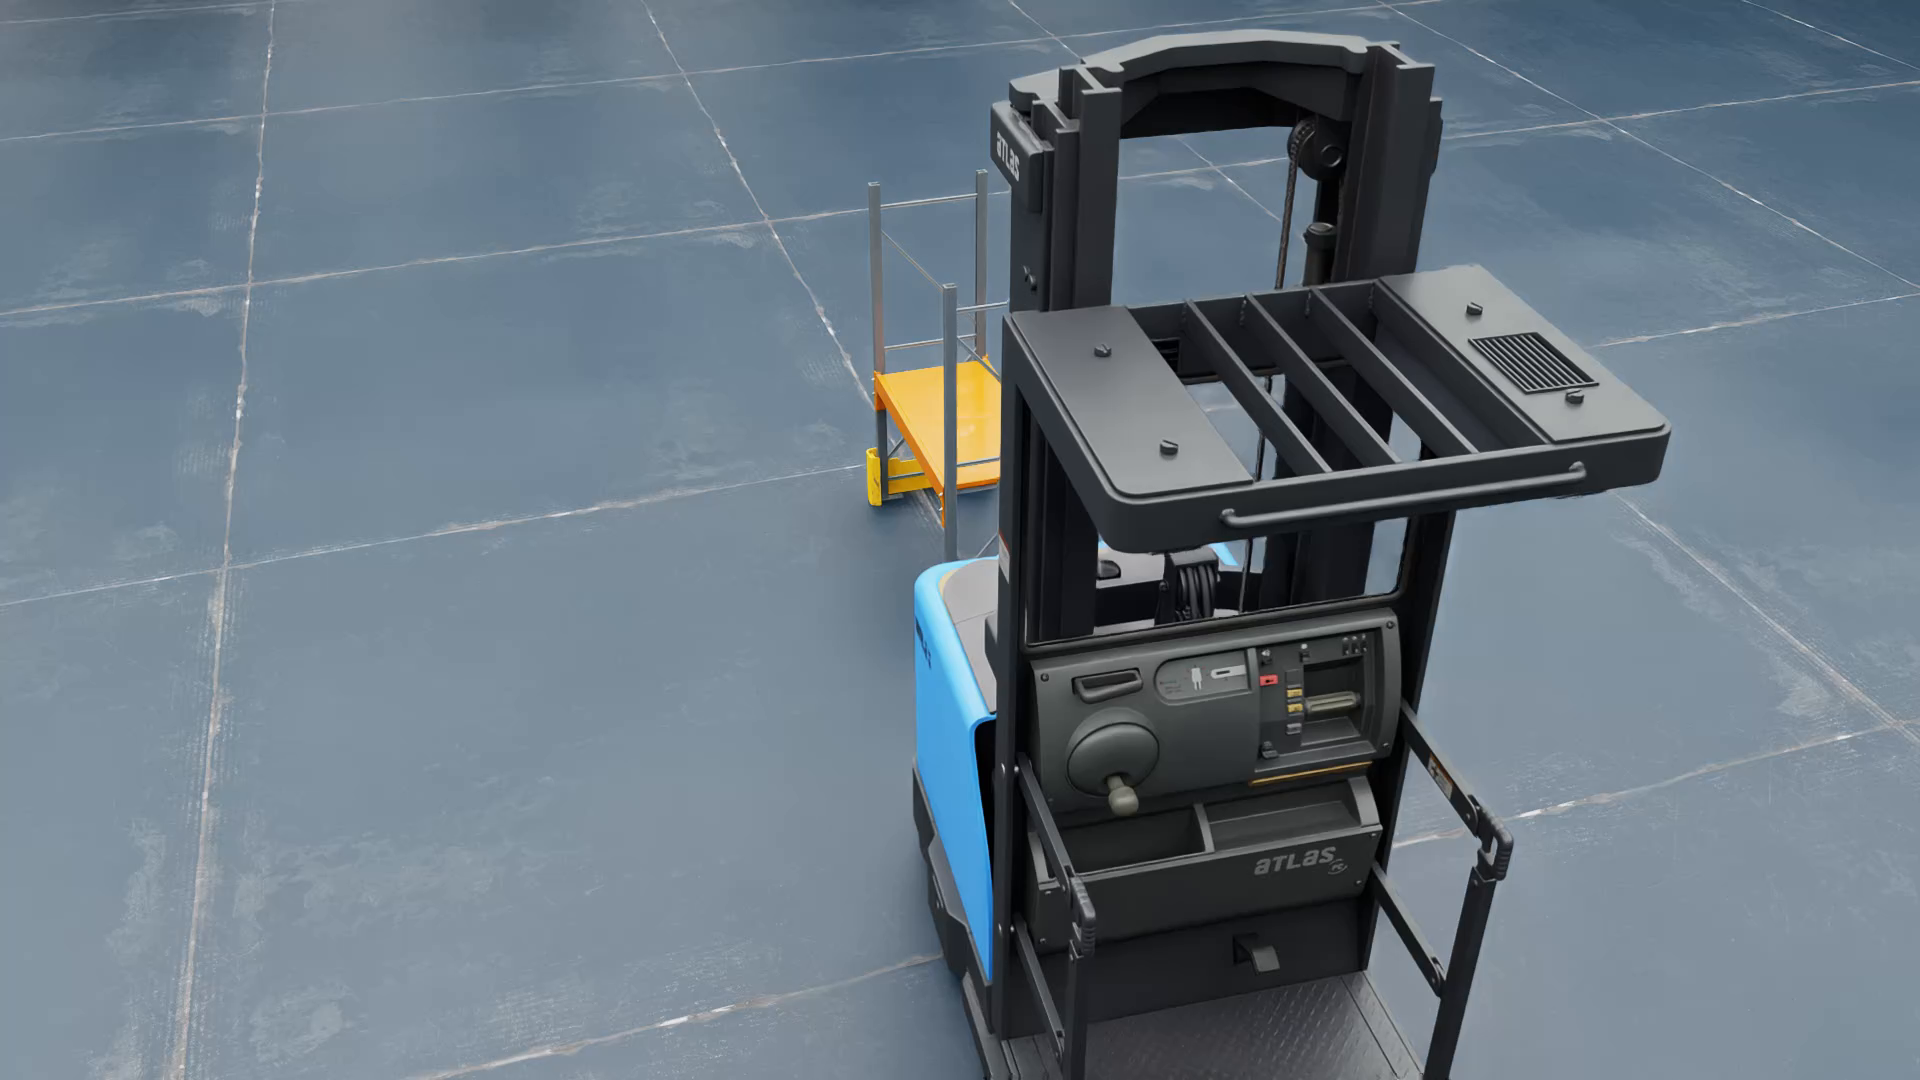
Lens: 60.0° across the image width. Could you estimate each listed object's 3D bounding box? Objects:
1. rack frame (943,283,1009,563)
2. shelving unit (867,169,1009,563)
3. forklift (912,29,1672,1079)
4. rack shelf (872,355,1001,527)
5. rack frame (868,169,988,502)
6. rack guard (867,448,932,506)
[{"bbox_3d":[0.181,-0.314,6.365,0.500,1.500,0.032,-10,35,-15],"label":"rack frame"},{"bbox_3d":[0.023,-0.586,6.776,0.587,1.500,1.083,-10,35,-15],"label":"shelving unit"},{"bbox_3d":[0.685,0.480,3.865,1.130,2.935,3.031,-8,34,-11],"label":"forklift"},{"bbox_3d":[0.026,-0.431,6.868,0.538,0.185,1.000,-10,35,-15],"label":"rack shelf"},{"bbox_3d":[-0.129,-0.848,7.173,0.500,1.500,0.032,-10,35,-15],"label":"rack frame"},{"bbox_3d":[-0.129,-0.326,7.516,0.587,0.250,0.087,-10,35,-15],"label":"rack guard"}]
